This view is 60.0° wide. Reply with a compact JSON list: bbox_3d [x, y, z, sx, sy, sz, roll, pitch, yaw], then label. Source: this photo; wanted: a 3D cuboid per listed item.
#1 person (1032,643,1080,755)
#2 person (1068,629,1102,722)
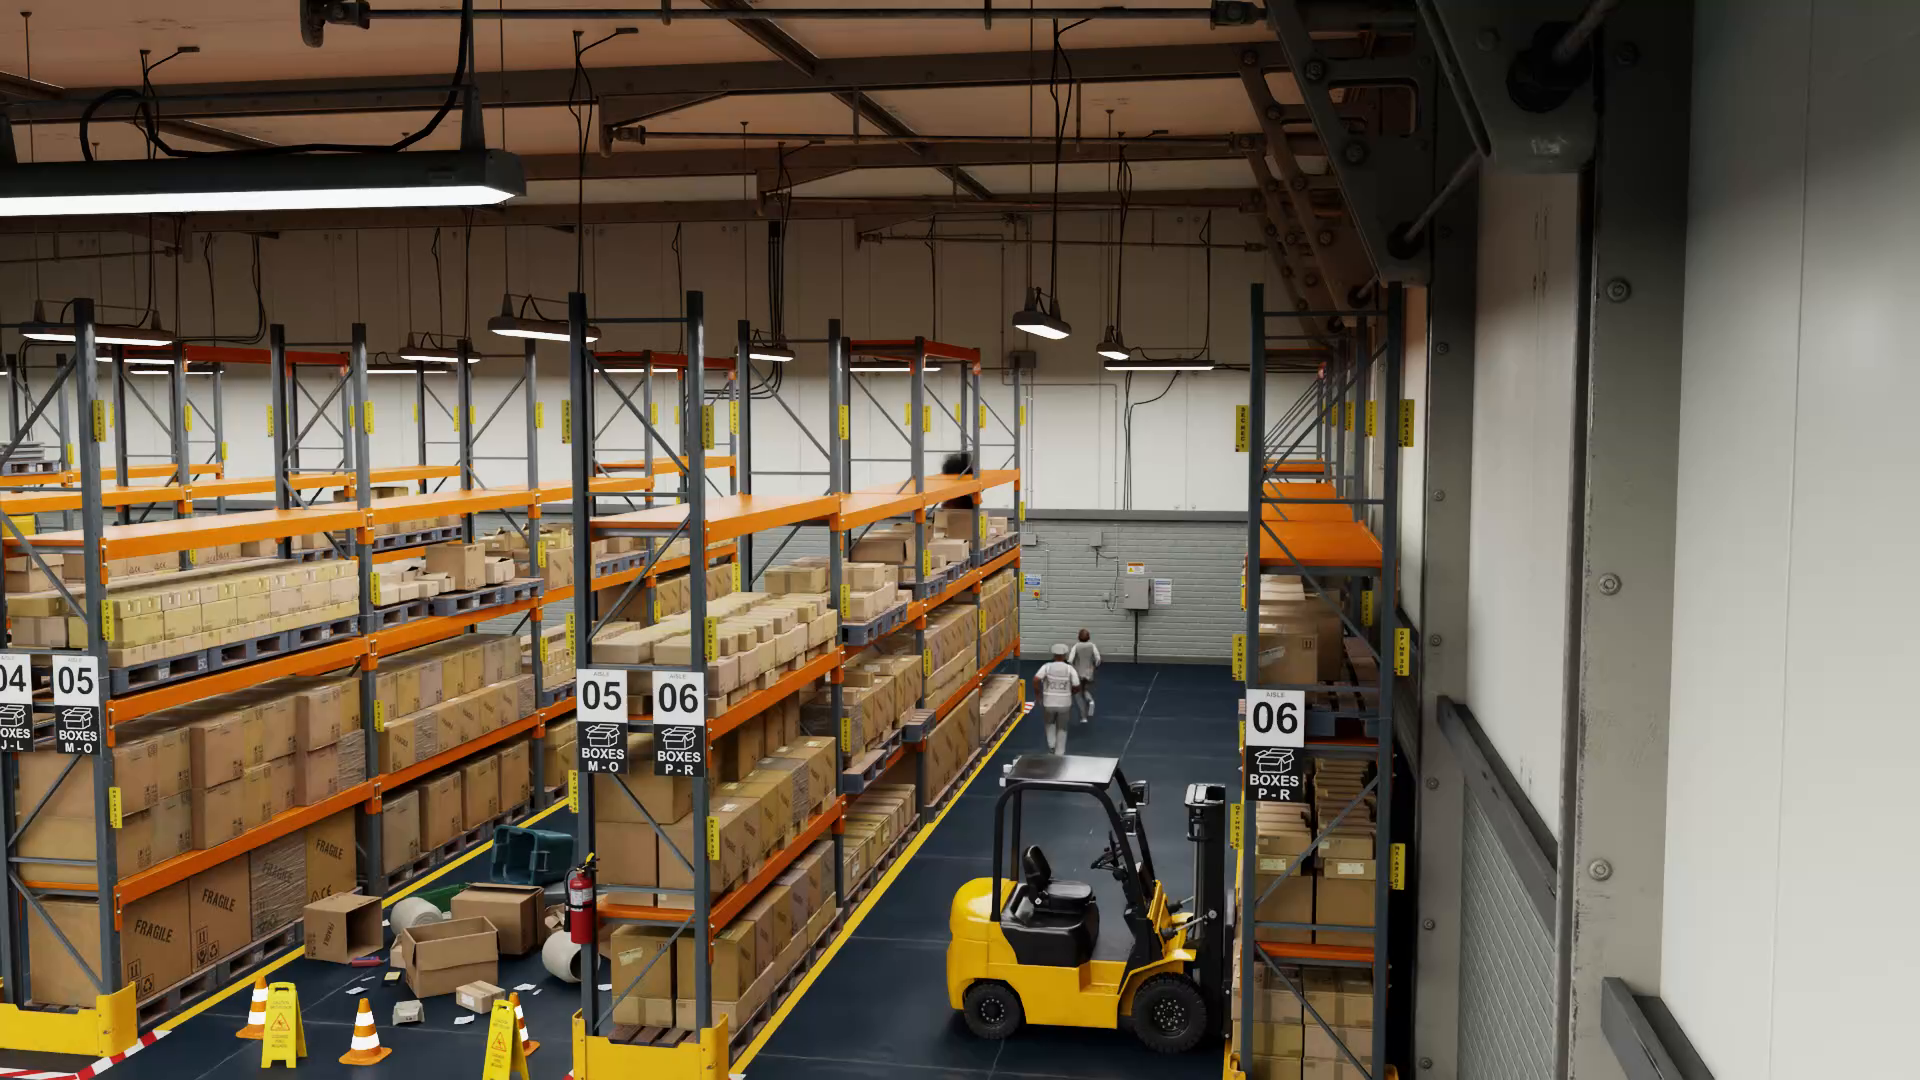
[{"bbox_3d":[1.405,2.363,24.028,0.672,1.760,0.629,1,5,9],"label":"person"},{"bbox_3d":[2.011,2.211,26.942,0.543,1.559,0.544,-1,5,-8],"label":"person"}]
